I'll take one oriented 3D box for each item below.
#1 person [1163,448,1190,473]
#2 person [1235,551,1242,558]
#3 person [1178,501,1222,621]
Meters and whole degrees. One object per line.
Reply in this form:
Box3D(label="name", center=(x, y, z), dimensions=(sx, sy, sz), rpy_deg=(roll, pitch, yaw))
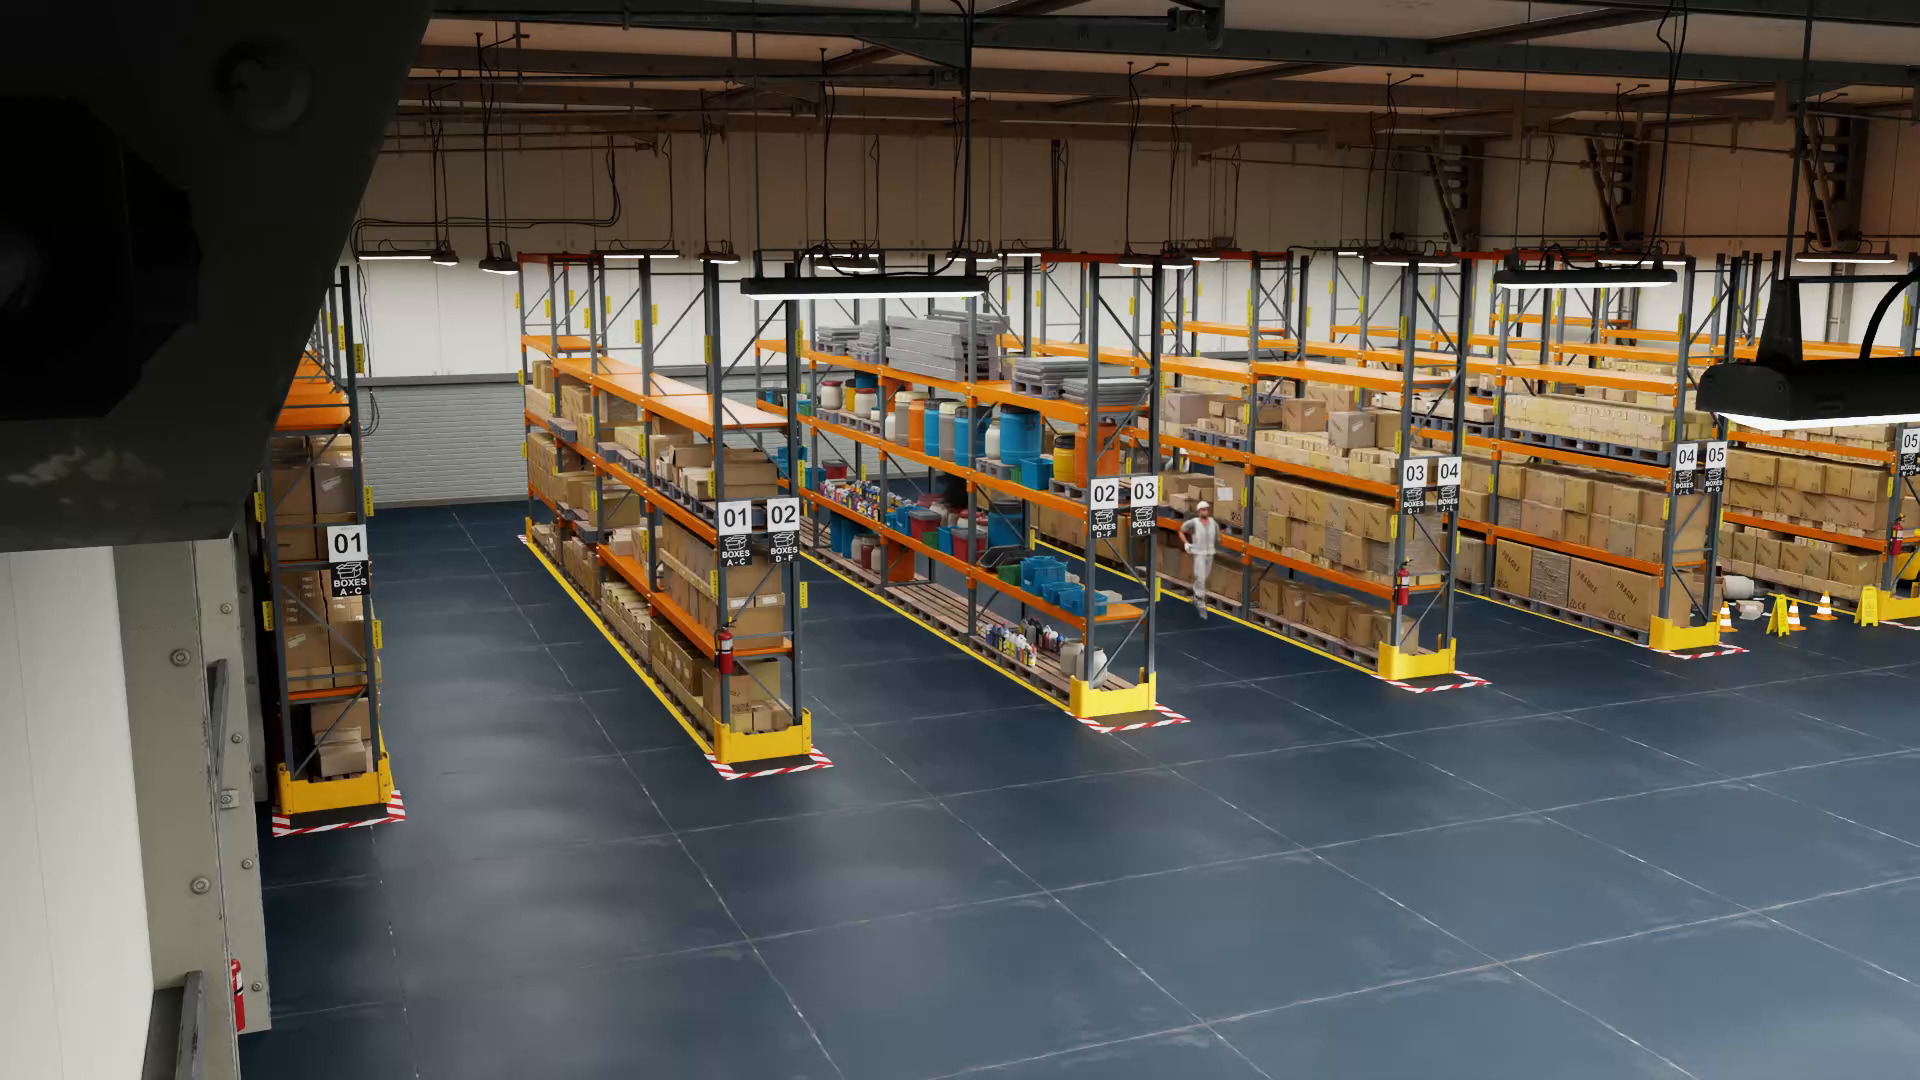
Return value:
Box3D(label="person", center=(4.788, -1.231, 37.129), dimensions=(0.682, 1.722, 0.922), rpy_deg=(-7, 12, -32))
Box3D(label="person", center=(5.420, -0.193, 31.554), dimensions=(0.607, 1.657, 0.597), rpy_deg=(-4, 11, -19))
Box3D(label="person", center=(3.926, 0.316, 26.826), dimensions=(0.631, 1.899, 0.709), rpy_deg=(-5, 11, -23))
